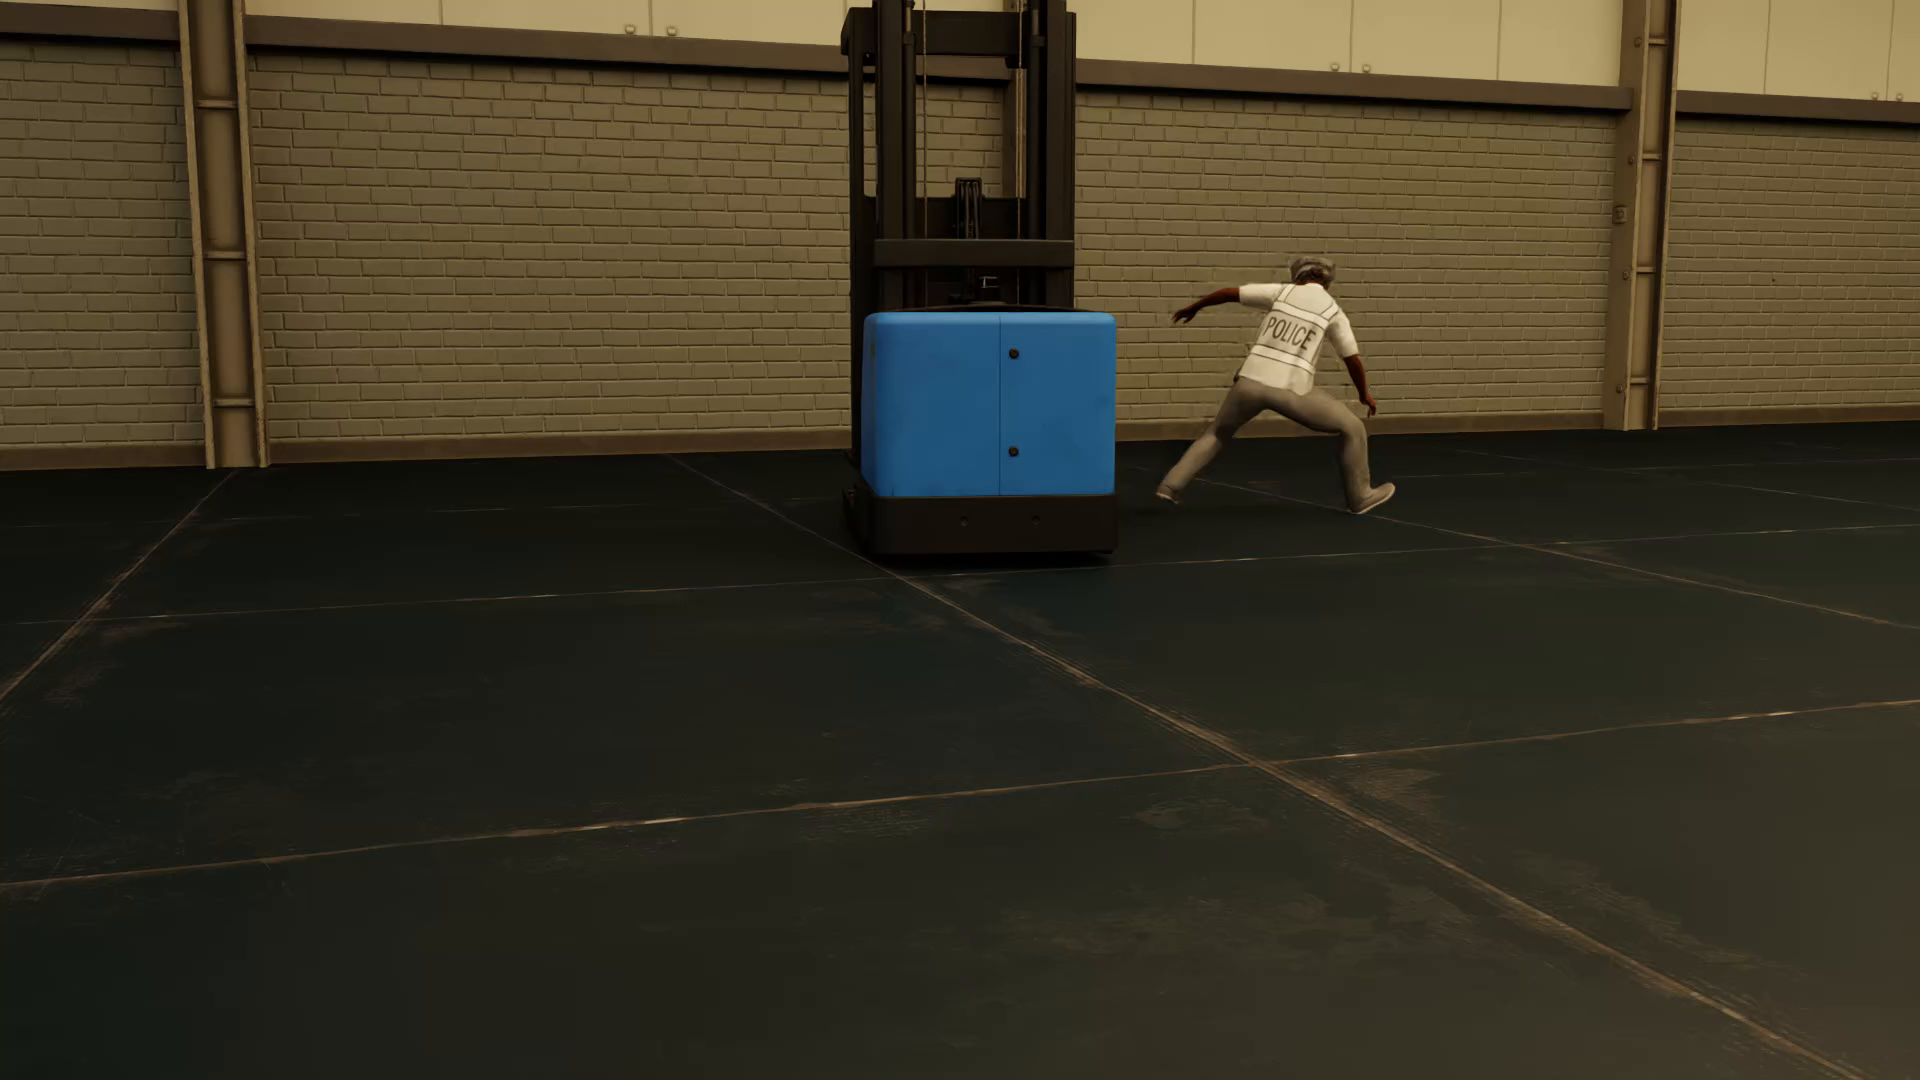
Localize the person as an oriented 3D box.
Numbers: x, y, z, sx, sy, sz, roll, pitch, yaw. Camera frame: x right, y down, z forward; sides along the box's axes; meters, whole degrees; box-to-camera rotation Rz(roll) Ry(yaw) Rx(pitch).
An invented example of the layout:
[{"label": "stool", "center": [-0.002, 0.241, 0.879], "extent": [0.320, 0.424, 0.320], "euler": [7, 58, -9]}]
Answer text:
[{"label": "person", "center": [1.676, -0.813, 8.863], "extent": [1.185, 1.382, 0.720], "euler": [4, 9, 27]}]

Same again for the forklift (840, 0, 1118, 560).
[{"label": "forklift", "center": [-0.020, -1.529, 8.292], "extent": [1.130, 2.935, 3.031], "euler": [-1, 8, -7]}]
